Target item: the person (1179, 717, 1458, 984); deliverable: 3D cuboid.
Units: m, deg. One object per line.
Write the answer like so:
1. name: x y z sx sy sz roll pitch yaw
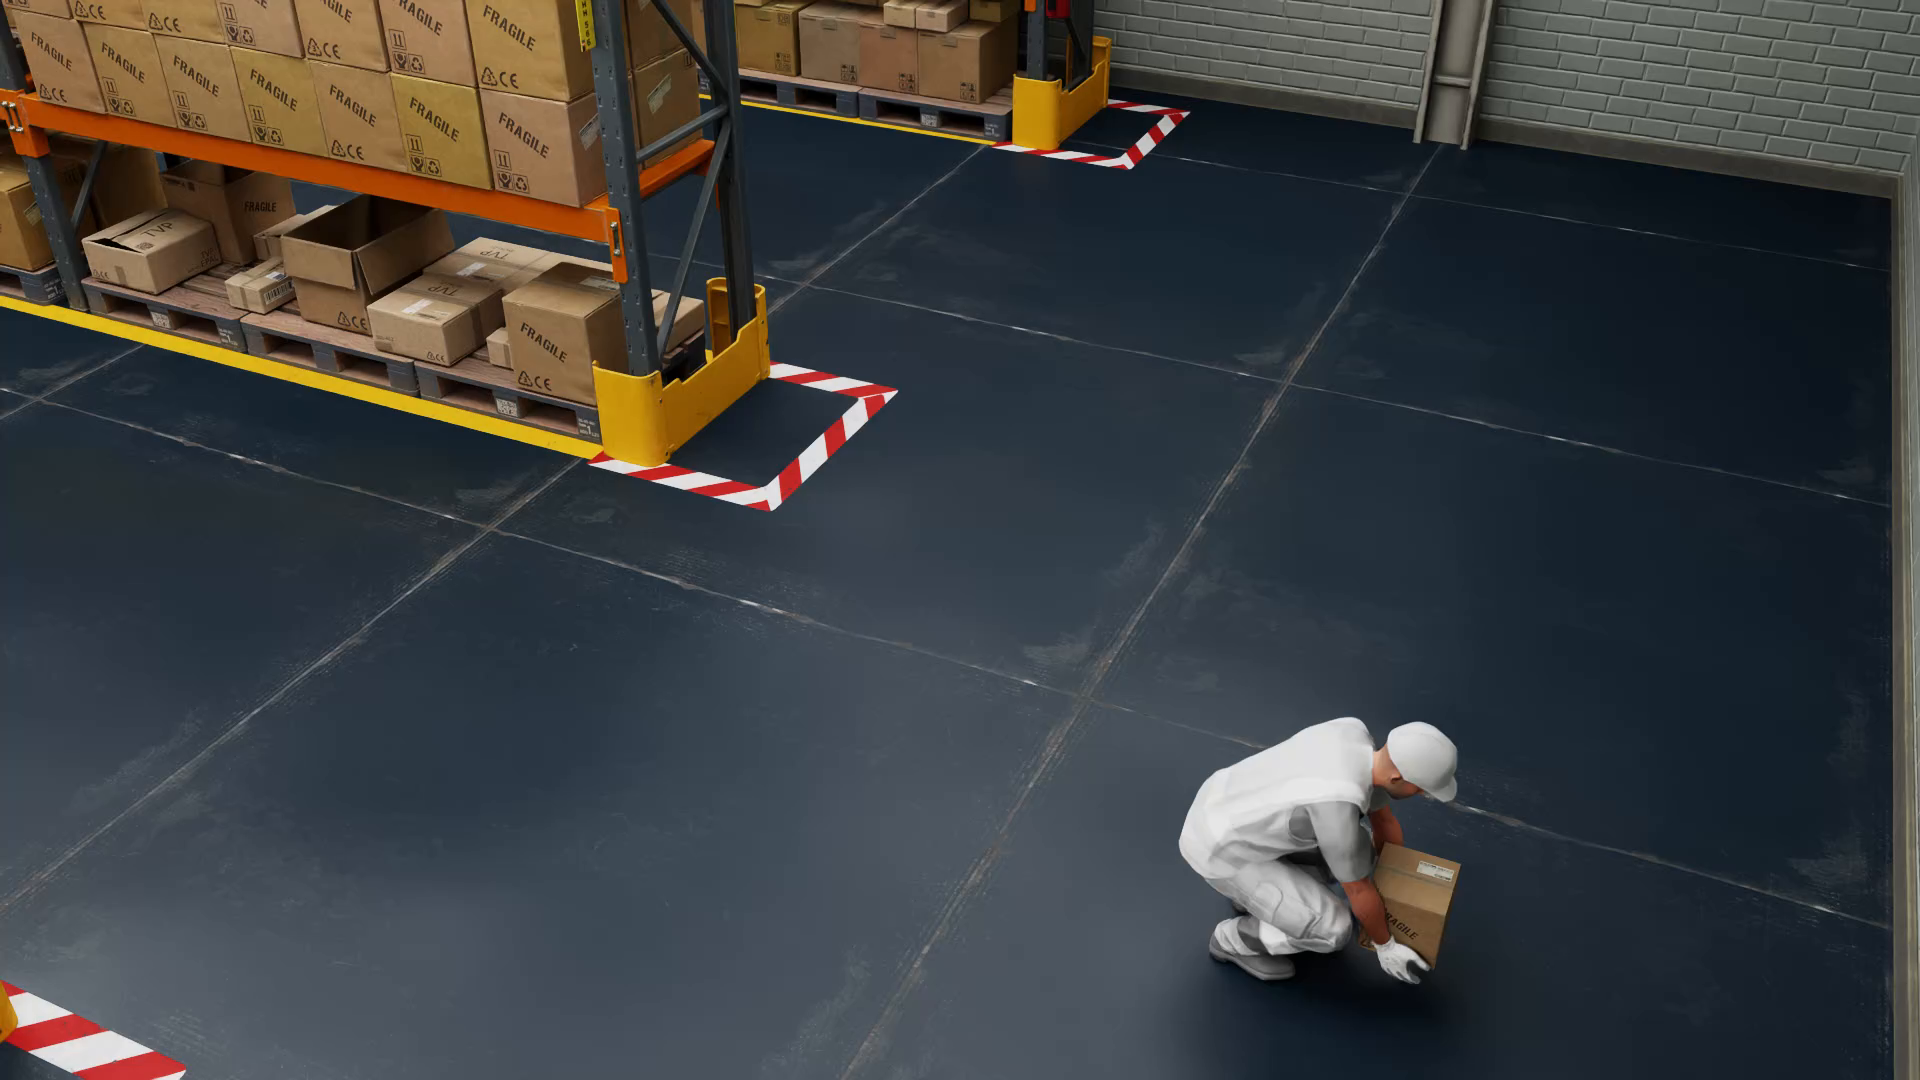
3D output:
1. person: 1.161 0.960 5.383 0.866 1.006 0.555 14 36 20
